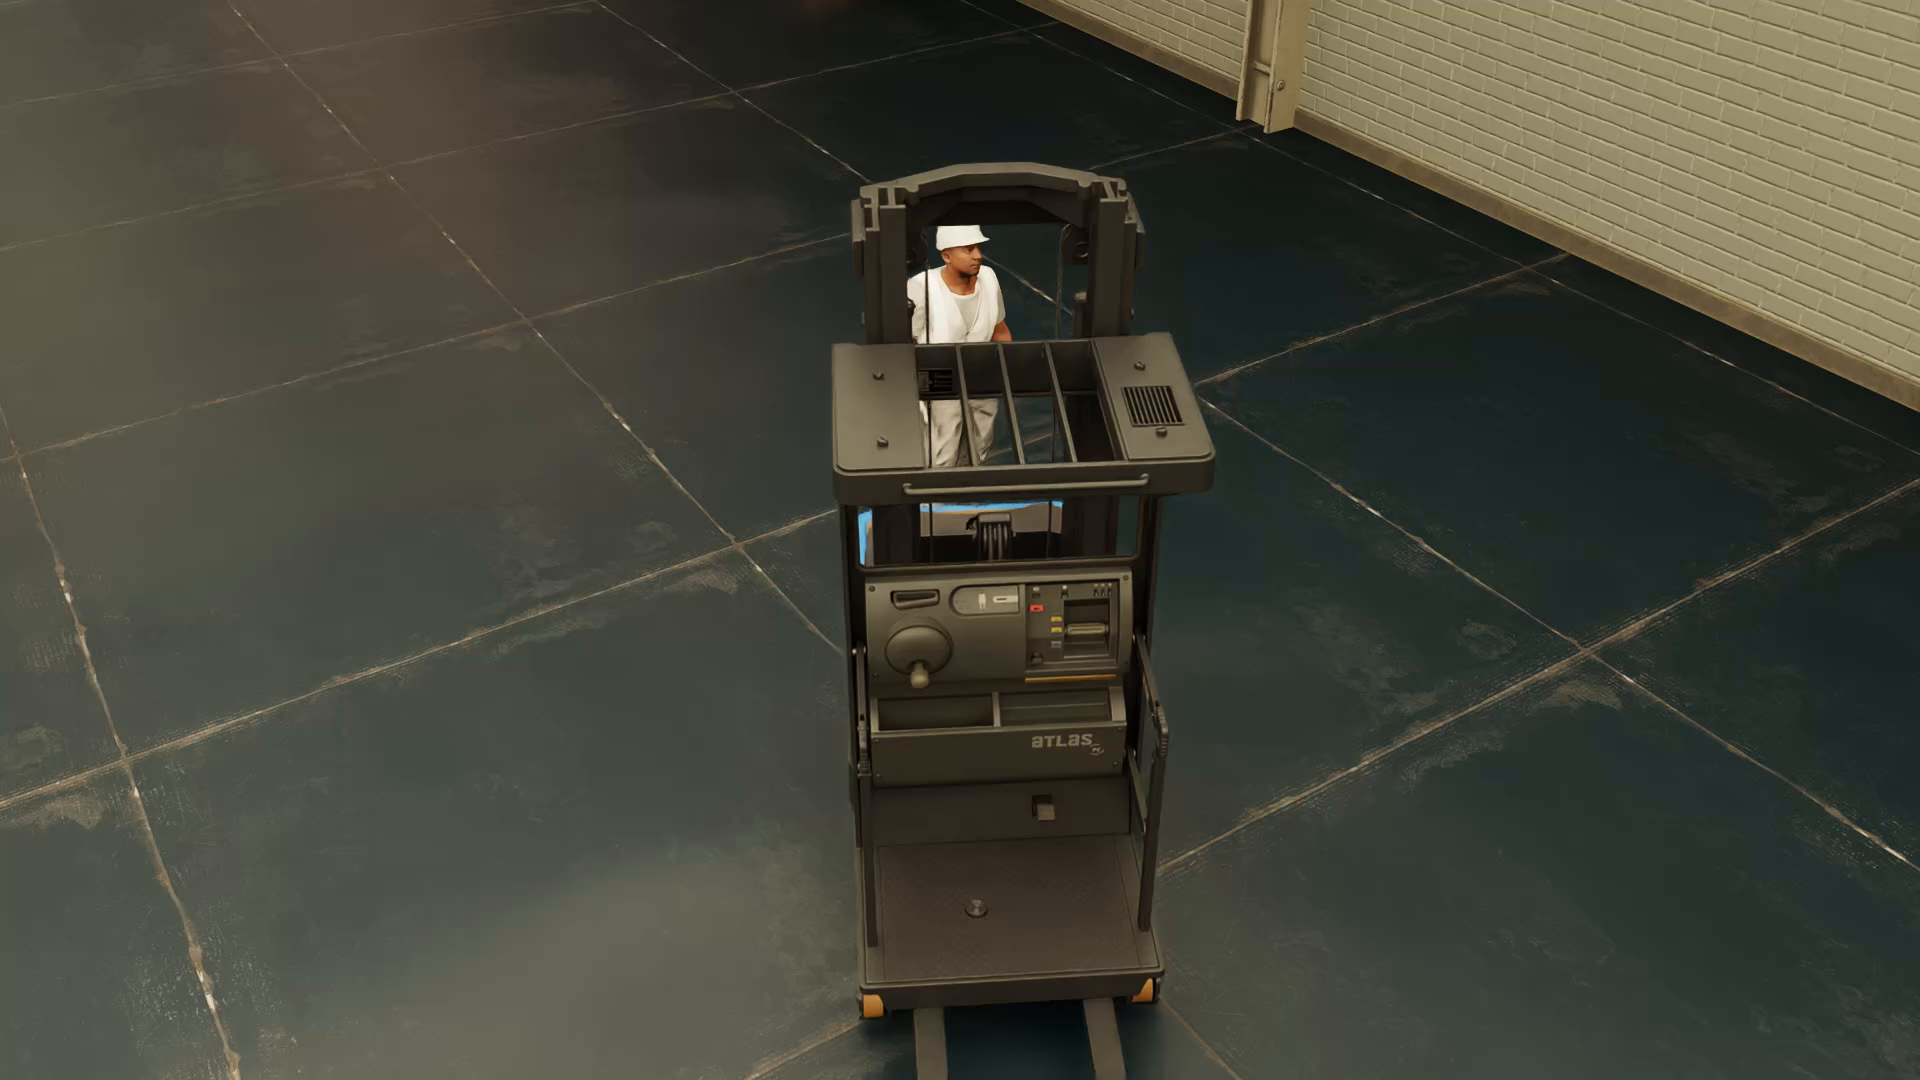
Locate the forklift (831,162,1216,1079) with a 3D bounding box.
[{"bbox_3d":[0.156,0.372,5.619,1.130,2.935,3.031,-2,35,-3],"label":"forklift"}]

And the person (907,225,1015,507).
[{"bbox_3d":[0.033,-0.698,8.127,0.656,1.784,0.575,-21,40,-27],"label":"person"}]
